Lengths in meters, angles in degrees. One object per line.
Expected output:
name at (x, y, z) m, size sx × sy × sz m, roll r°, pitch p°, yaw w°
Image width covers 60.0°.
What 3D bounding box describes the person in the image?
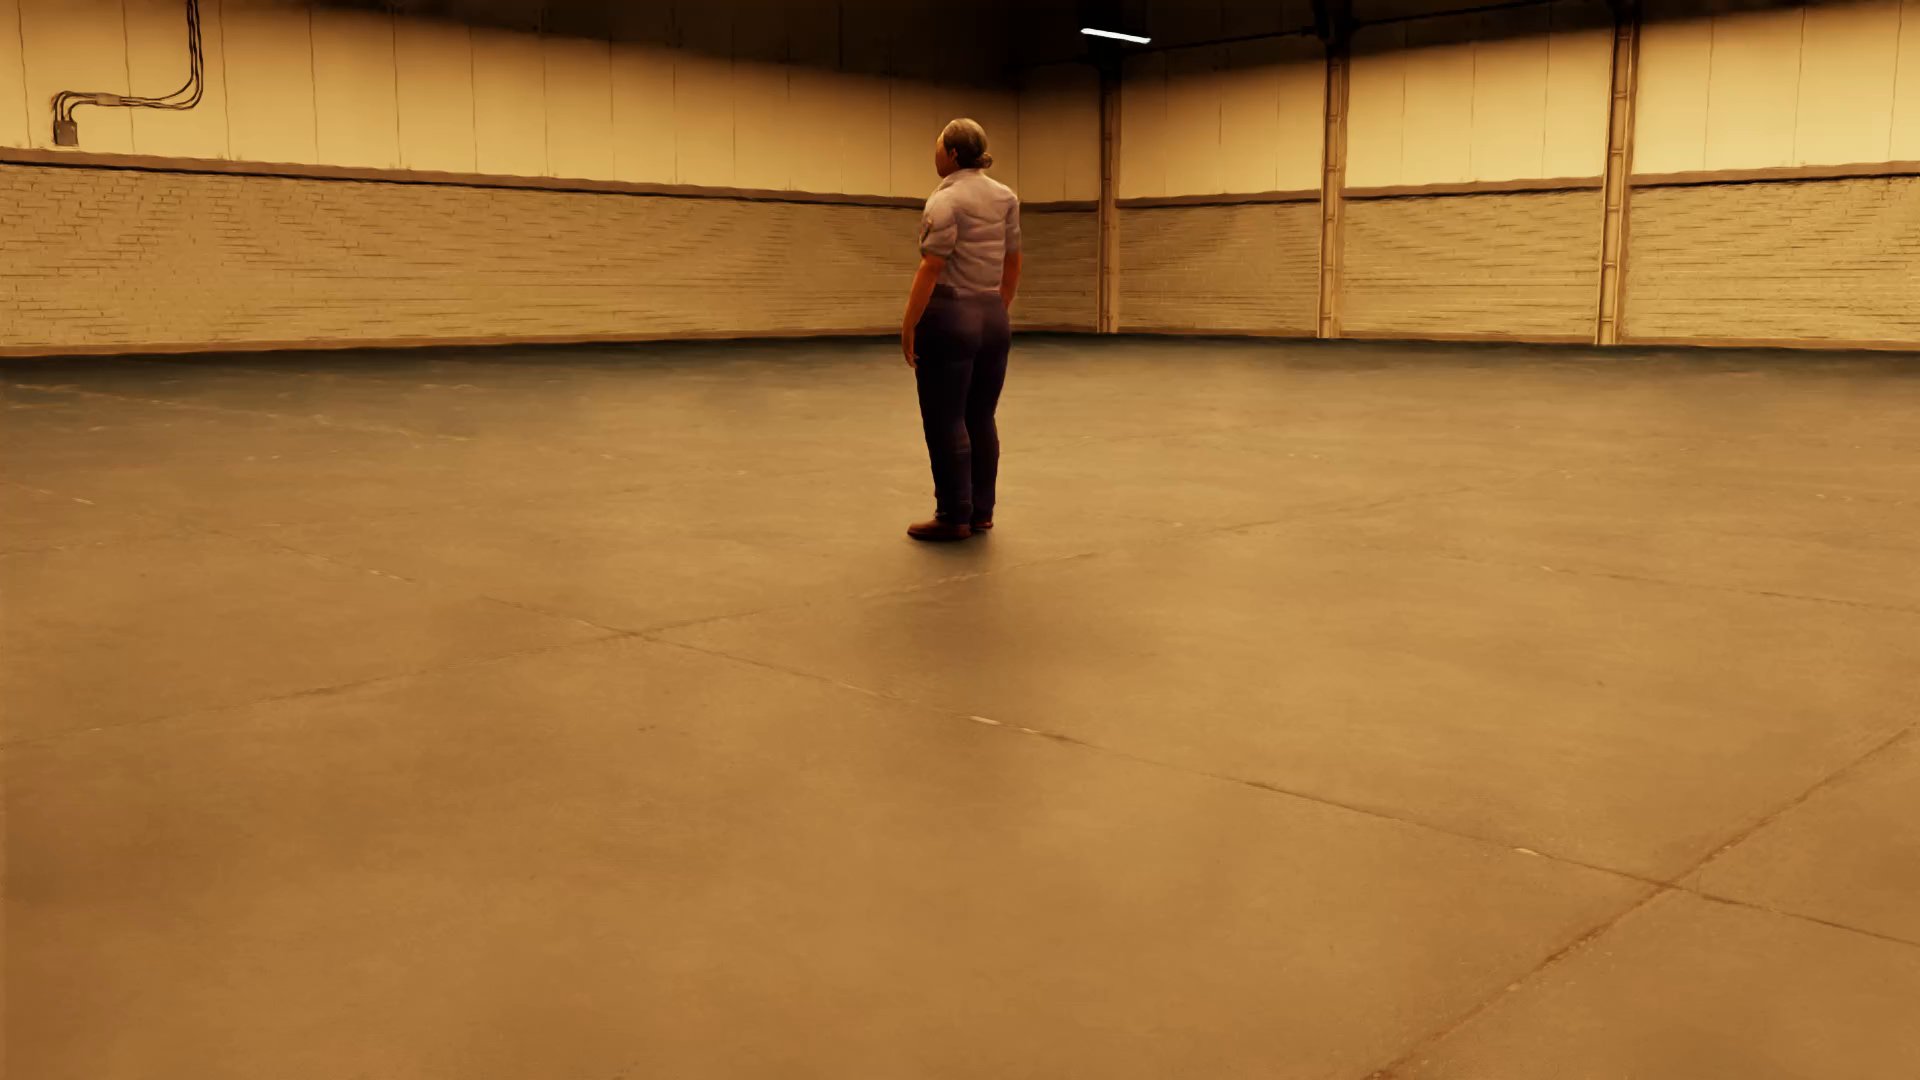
person at (-0.049, -0.834, 6.671) m, size 0.502 × 1.650 × 0.599 m, roll 8°, pitch 12°, yaw 43°
